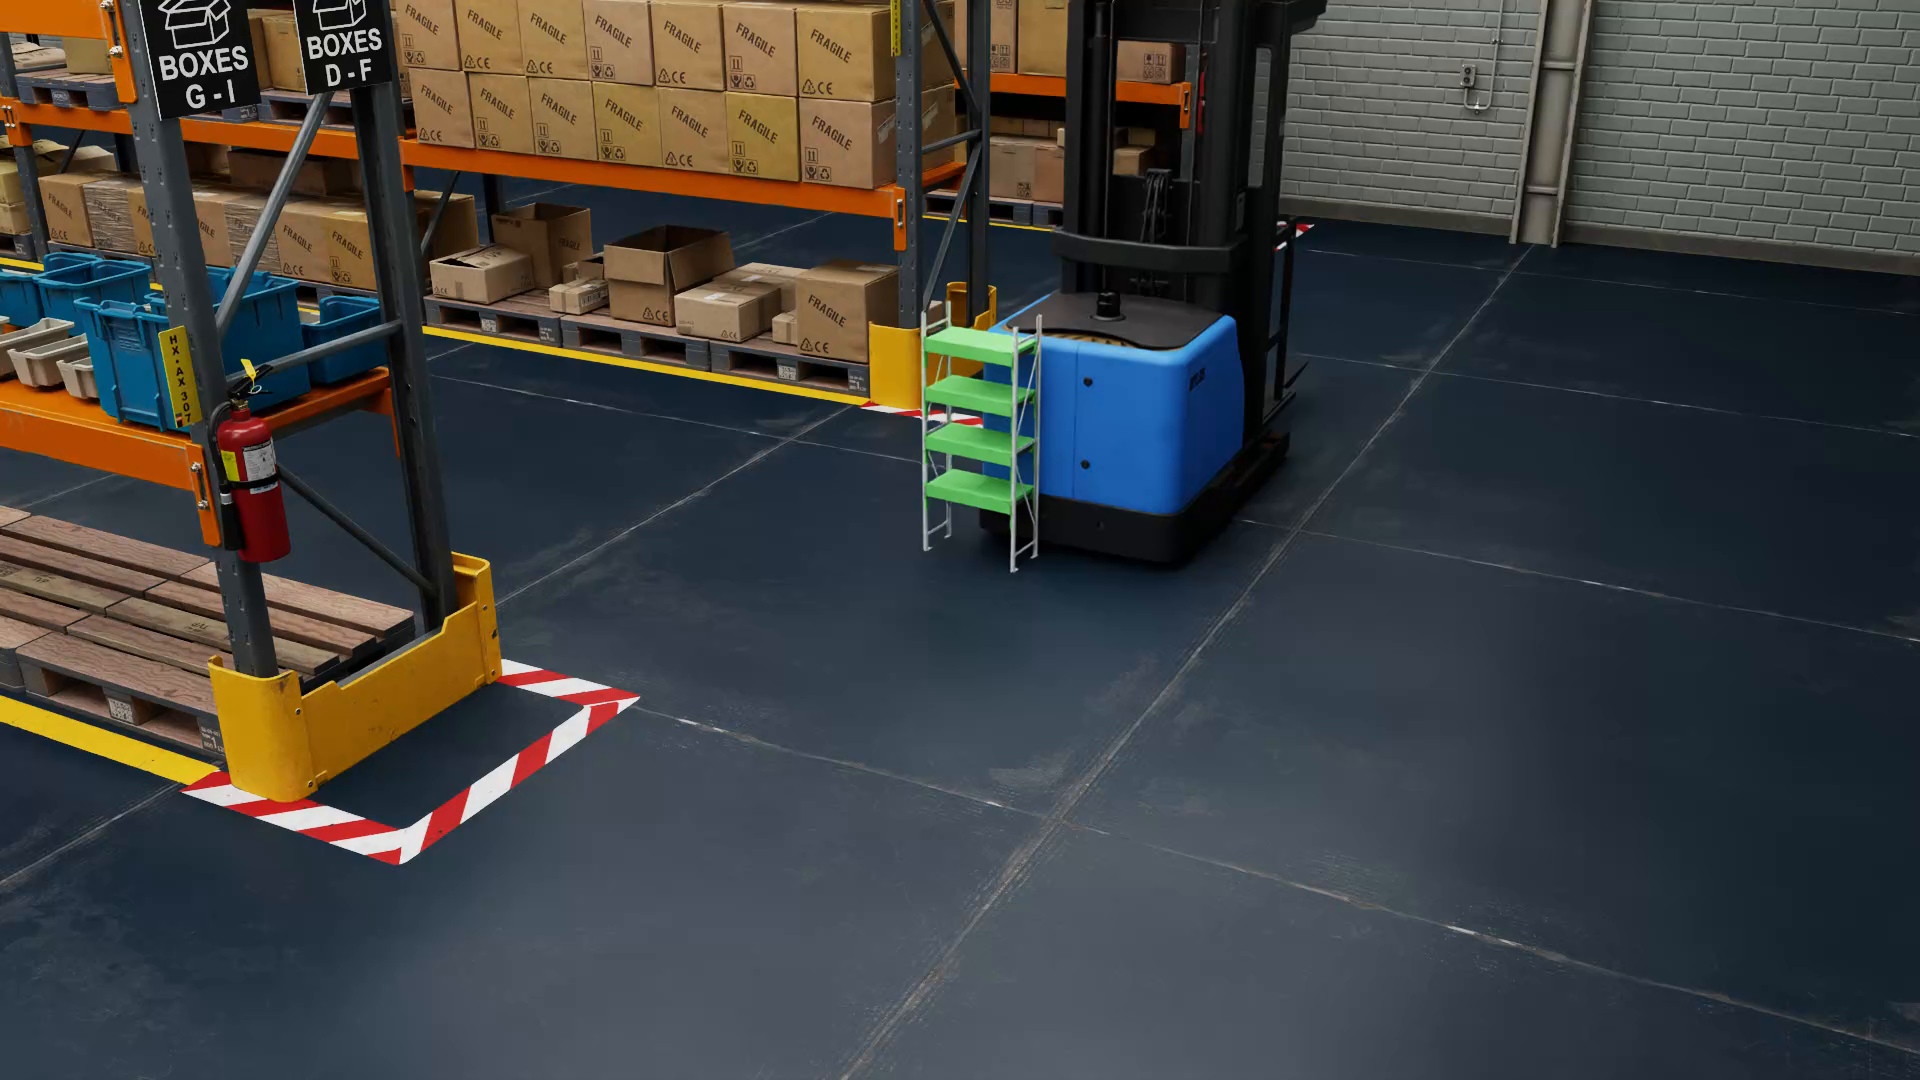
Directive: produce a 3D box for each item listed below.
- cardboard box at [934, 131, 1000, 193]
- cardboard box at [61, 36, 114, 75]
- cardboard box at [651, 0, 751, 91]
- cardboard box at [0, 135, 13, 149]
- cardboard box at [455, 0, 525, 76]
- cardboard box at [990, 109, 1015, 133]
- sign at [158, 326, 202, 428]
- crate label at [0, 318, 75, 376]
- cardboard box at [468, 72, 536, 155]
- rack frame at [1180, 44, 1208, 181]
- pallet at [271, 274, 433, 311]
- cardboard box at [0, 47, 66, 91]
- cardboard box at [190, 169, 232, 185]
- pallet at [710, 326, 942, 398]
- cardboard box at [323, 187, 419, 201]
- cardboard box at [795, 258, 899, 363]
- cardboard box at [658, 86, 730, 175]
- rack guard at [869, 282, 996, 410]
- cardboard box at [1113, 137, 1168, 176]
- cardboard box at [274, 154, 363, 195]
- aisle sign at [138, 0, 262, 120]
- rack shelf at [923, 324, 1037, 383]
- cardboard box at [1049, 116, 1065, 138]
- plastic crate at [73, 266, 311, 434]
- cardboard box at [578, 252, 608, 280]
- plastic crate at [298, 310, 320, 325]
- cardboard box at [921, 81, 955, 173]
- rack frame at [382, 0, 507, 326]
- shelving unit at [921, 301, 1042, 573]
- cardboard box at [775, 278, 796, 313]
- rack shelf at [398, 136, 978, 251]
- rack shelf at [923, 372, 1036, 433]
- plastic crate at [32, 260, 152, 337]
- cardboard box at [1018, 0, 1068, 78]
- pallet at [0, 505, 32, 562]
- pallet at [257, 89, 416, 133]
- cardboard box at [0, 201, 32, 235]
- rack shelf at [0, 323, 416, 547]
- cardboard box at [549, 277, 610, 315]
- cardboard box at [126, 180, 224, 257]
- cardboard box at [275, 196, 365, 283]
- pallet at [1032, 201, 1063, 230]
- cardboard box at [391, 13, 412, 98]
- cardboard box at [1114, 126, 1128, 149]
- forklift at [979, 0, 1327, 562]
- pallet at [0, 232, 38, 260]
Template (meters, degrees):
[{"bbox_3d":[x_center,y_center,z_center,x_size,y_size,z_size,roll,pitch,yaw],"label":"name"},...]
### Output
[{"bbox_3d":[0.097,-3.515,15.339,0.500,0.500,0.700,12,26,26],"label":"cardboard box"},{"bbox_3d":[-6.616,-3.964,13.074,0.500,0.500,0.700,3,23,7],"label":"cardboard box"},{"bbox_3d":[-1.527,-3.051,10.187,0.500,0.500,0.500,12,26,26],"label":"cardboard box"},{"bbox_3d":[-8.491,-3.358,14.574,0.500,0.311,0.500,10,25,23],"label":"cardboard box"},{"bbox_3d":[-2.905,-3.324,10.828,0.500,0.500,0.500,10,25,23],"label":"cardboard box"},{"bbox_3d":[0.316,-3.861,15.324,0.250,0.149,0.380,11,25,24],"label":"cardboard box"},{"bbox_3d":[-2.562,-0.535,5.466,0.005,0.325,0.100,11,25,25],"label":"sign"},{"bbox_3d":[-3.649,-0.738,6.414,0.243,0.136,0.396,11,25,25],"label":"crate label"},{"bbox_3d":[-2.869,-2.862,11.019,0.500,0.500,0.500,12,26,25],"label":"cardboard box"},{"bbox_3d":[2.142,-4.115,14.092,0.127,3.000,1.000,11,25,25],"label":"rack frame"},{"bbox_3d":[-4.402,-1.937,12.536,1.213,0.211,1.003,11,25,25],"label":"pallet"},{"bbox_3d":[-7.534,-3.835,13.549,0.500,0.311,0.500,13,26,28],"label":"cardboard box"},{"bbox_3d":[-5.827,-2.674,13.337,0.500,0.500,0.500,10,25,23],"label":"cardboard box"},{"bbox_3d":[-0.869,-1.254,10.930,1.213,0.211,1.003,11,25,25],"label":"pallet"},{"bbox_3d":[-4.462,-2.403,12.700,0.500,0.500,0.500,12,26,25],"label":"cardboard box"},{"bbox_3d":[-0.686,-1.446,10.449,0.500,0.500,0.500,11,25,25],"label":"cardboard box"},{"bbox_3d":[-1.519,-2.594,10.390,0.500,0.500,0.500,11,26,25],"label":"cardboard box"},{"bbox_3d":[-0.157,-1.247,10.543,0.348,0.500,1.175,11,25,25],"label":"rack guard"},{"bbox_3d":[1.472,-3.246,14.708,0.500,0.500,0.700,11,25,25],"label":"cardboard box"},{"bbox_3d":[-4.873,-2.835,12.756,0.500,0.250,0.500,11,26,25],"label":"cardboard box"},{"bbox_3d":[-2.396,-1.736,5.177,0.004,0.787,0.394,11,25,25],"label":"aisle sign"},{"bbox_3d":[0.098,-0.867,7.692,0.480,0.148,0.258,13,27,29],"label":"rack shelf"},{"bbox_3d":[0.999,-3.726,15.007,0.250,0.149,0.380,11,26,25],"label":"cardboard box"},{"bbox_3d":[-2.711,-0.692,5.923,0.499,0.435,0.616,11,25,25],"label":"plastic crate"},{"bbox_3d":[-2.354,-1.921,11.809,0.500,0.311,0.500,11,25,25],"label":"cardboard box"},{"bbox_3d":[-2.649,-0.805,6.570,0.298,0.136,0.250,11,25,25],"label":"plastic crate"},{"bbox_3d":[-0.367,-2.600,10.404,0.500,0.500,0.500,12,26,26],"label":"cardboard box"},{"bbox_3d":[-3.659,-3.090,11.684,0.127,3.000,1.000,11,25,25],"label":"rack frame"},{"bbox_3d":[0.098,-0.485,7.856,0.503,1.200,0.258,13,27,29],"label":"shelving unit"},{"bbox_3d":[-0.893,-1.604,11.141,0.500,0.250,0.500,11,25,25],"label":"cardboard box"},{"bbox_3d":[-1.874,-2.406,10.994,4.000,0.370,1.077,11,25,25],"label":"rack shelf"},{"bbox_3d":[0.098,-0.647,7.787,0.480,0.148,0.258,13,27,29],"label":"rack shelf"},{"bbox_3d":[-3.575,-0.996,6.897,0.300,0.233,0.416,11,25,25],"label":"plastic crate"},{"bbox_3d":[1.028,-4.464,14.530,0.700,0.700,0.980,11,25,24],"label":"cardboard box"},{"bbox_3d":[-5.224,0.039,7.889,1.213,0.211,1.003,11,25,25],"label":"pallet"},{"bbox_3d":[-4.323,-3.181,12.143,1.213,0.211,1.003,11,25,25],"label":"pallet"},{"bbox_3d":[-7.809,-2.732,13.818,0.500,0.250,0.500,12,26,26],"label":"cardboard box"},{"bbox_3d":[-4.113,-0.677,6.928,4.000,0.370,1.077,11,25,25],"label":"rack shelf"},{"bbox_3d":[-2.606,-1.690,11.449,0.250,0.166,0.380,11,25,25],"label":"cardboard box"},{"bbox_3d":[-6.037,-2.488,12.899,0.500,0.500,0.500,11,25,24],"label":"cardboard box"},{"bbox_3d":[-4.666,-2.220,12.268,0.500,0.500,0.500,11,26,25],"label":"cardboard box"},{"bbox_3d":[1.393,-2.945,14.906,1.213,0.211,1.003,11,25,25],"label":"pallet"},{"bbox_3d":[-3.981,-3.491,11.962,0.500,0.500,0.700,3,23,7],"label":"cardboard box"},{"bbox_3d":[1.276,-3.504,14.485,0.250,0.149,0.380,11,25,24],"label":"cardboard box"},{"bbox_3d":[1.191,-1.785,8.703,1.130,2.935,3.031,11,25,24],"label":"forklift"},{"bbox_3d":[-7.946,-2.672,14.264,1.213,0.211,1.003,11,25,25],"label":"pallet"}]
